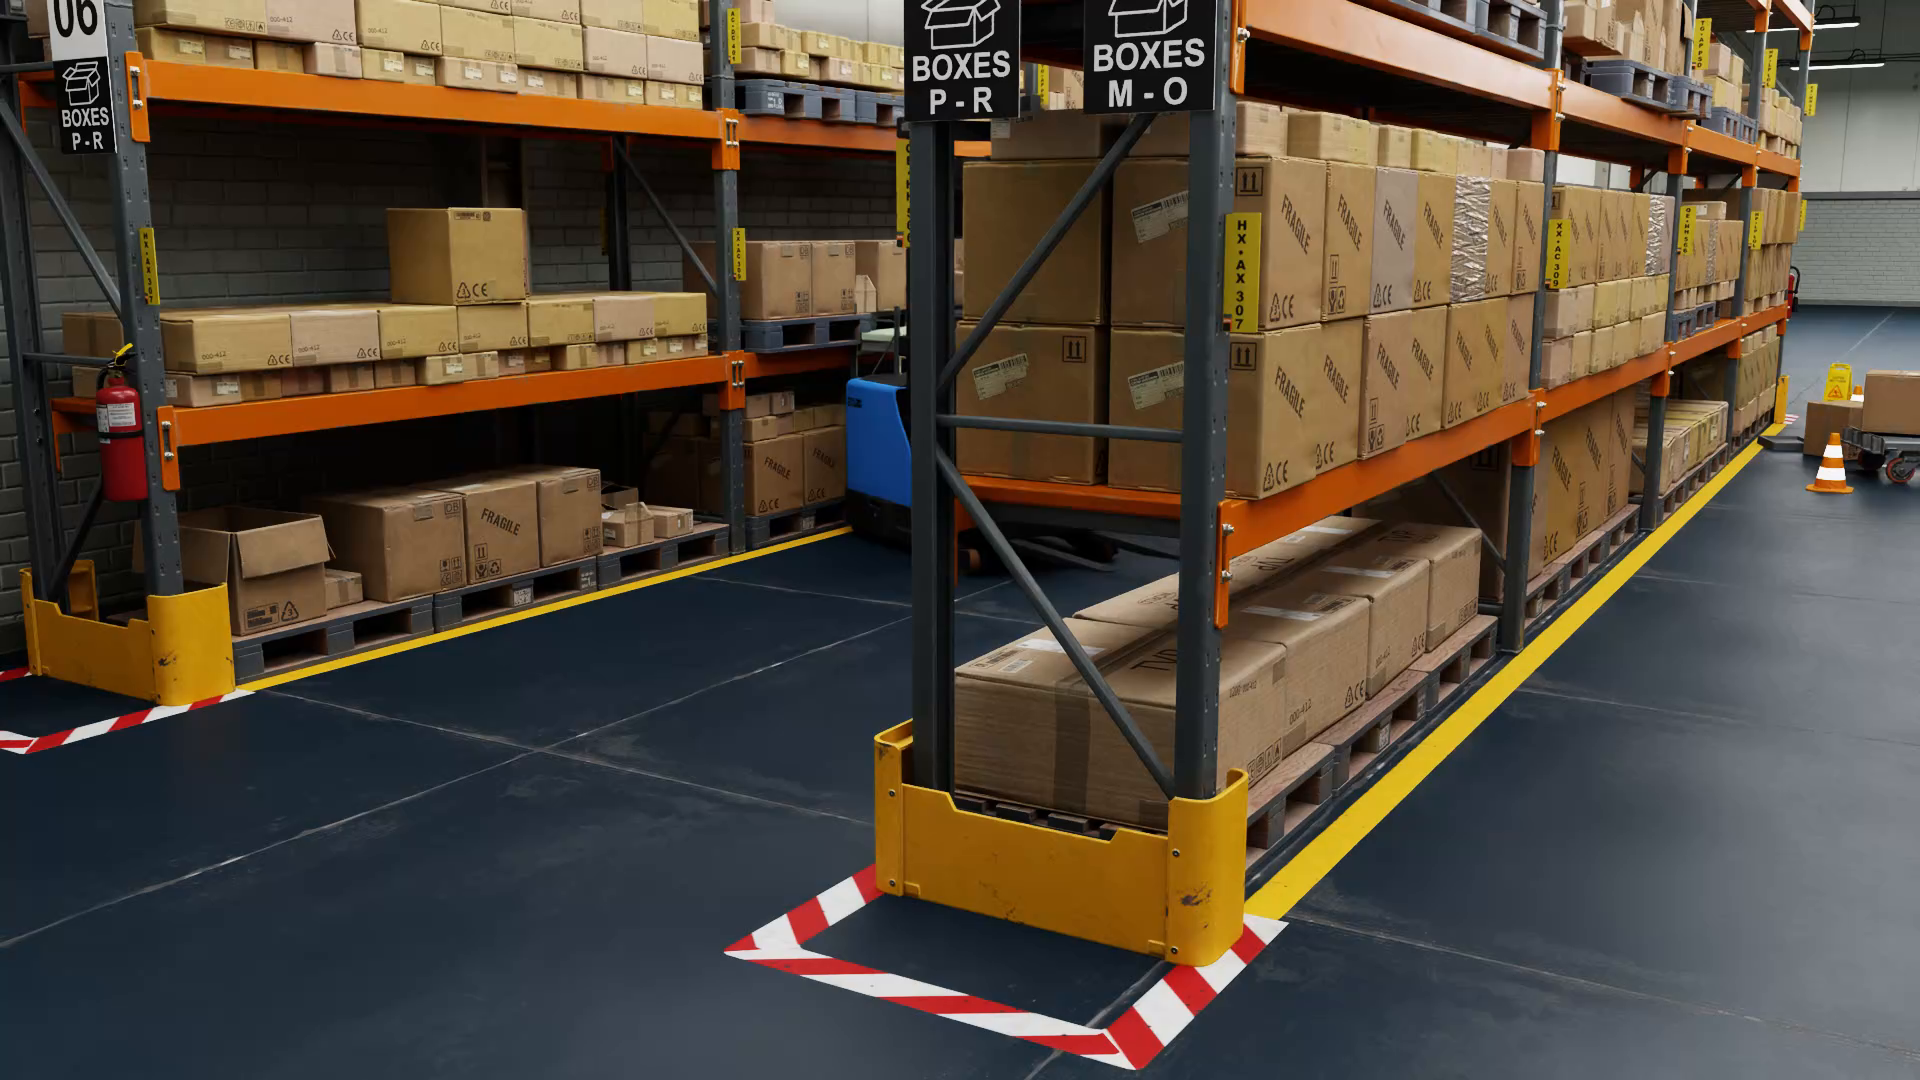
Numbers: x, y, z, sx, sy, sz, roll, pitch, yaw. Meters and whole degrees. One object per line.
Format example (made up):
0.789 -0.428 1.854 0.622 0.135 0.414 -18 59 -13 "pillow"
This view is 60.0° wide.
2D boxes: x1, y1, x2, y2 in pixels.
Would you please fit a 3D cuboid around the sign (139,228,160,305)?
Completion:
-3.476 -1.172 7.127 0.100 0.325 0.005 6 12 31 "sign"

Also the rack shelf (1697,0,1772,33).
5.496 -4.296 12.905 1.077 0.370 4.000 6 12 31 "rack shelf"

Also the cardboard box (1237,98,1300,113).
3.392 -4.763 18.813 0.797 0.503 0.637 7 13 33 "cardboard box"

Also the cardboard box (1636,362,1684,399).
6.612 -1.554 15.814 0.500 0.500 0.500 6 12 30 "cardboard box"

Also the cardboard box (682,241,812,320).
-1.421 -1.738 11.088 0.700 0.500 0.500 7 13 32 "cardboard box"

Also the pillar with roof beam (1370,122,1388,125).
10.030 -6.773 23.091 9.100 9.000 0.400 6 12 31 "pillar with roof beam"

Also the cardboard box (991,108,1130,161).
0.320 -1.260 5.196 0.380 0.149 0.250 7 12 31 "cardboard box"

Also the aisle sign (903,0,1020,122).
0.002 -1.621 4.812 0.394 0.787 0.004 6 12 31 "aisle sign"

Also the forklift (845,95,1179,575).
0.355 -1.319 10.448 1.130 2.935 3.031 -6 12 -29 "forklift"

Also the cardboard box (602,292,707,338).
-1.919 -1.397 10.278 0.500 0.250 0.500 7 13 32 "cardboard box"

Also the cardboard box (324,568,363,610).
-3.287 0.246 8.509 0.380 0.149 0.250 6 12 28 "cardboard box"

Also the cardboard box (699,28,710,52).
-1.807 -3.239 10.827 0.380 0.149 0.250 6 12 30 "cardboard box"

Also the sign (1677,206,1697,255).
4.934 -2.100 11.287 0.100 0.325 0.005 6 12 31 "sign"

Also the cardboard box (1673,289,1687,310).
5.142 -1.779 12.263 0.380 0.149 0.250 5 12 27 "cardboard box"

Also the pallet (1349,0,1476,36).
1.313 -2.066 6.343 1.003 0.211 1.213 6 12 31 "pallet"

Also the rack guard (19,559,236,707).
-3.900 0.418 7.777 1.175 0.500 0.348 6 12 31 "rack guard"

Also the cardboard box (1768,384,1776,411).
8.409 -1.540 17.772 0.500 0.250 0.500 6 12 30 "cardboard box"

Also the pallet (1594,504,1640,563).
3.984 -0.096 11.307 1.003 0.211 1.213 6 12 31 "pallet"

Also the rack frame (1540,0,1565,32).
2.381 -3.903 7.762 1.000 3.000 0.127 6 12 31 "rack frame"

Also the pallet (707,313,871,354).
-1.355 -1.449 11.477 1.003 0.211 1.213 6 12 31 "pallet"

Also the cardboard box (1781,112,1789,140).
7.788 -4.041 16.252 0.500 0.250 0.500 7 12 31 "cardboard box"

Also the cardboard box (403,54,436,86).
-2.891 -2.376 8.440 0.380 0.149 0.250 6 12 30 "cardboard box"

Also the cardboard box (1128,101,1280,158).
0.725 -1.214 4.949 0.380 0.149 0.250 7 13 32 "cardboard box"

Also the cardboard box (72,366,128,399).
-3.997 -0.753 7.922 0.380 0.149 0.250 6 12 30 "cardboard box"

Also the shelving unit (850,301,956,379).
-0.403 -0.951 11.945 0.431 1.500 0.755 8 14 31 "shelving unit"

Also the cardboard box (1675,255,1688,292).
4.889 -2.034 11.859 0.500 0.500 0.500 6 12 29 "cardboard box"

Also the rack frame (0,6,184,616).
-3.940 -0.799 7.483 1.000 3.000 0.127 6 12 31 "rack frame"

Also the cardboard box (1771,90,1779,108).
7.391 -4.097 15.464 0.380 0.149 0.250 6 12 30 "cardboard box"

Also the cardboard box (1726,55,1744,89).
6.342 -3.962 14.135 0.500 0.250 0.500 7 13 32 "cardboard box"

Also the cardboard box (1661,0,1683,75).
4.106 -3.139 10.421 0.700 0.500 0.500 6 12 28 "cardboard box"

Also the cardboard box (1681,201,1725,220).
6.019 -2.684 13.568 0.380 0.149 0.250 6 12 28 "cardboard box"

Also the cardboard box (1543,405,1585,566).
3.097 -0.364 9.795 0.875 0.875 0.875 7 13 32 "cardboard box"

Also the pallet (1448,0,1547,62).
1.947 -2.257 7.364 1.003 0.211 1.213 6 12 31 "pallet"

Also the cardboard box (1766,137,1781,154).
7.650 -3.783 15.956 0.380 0.149 0.250 6 12 30 "cardboard box"

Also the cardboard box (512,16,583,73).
-2.436 -2.713 9.154 0.500 0.250 0.500 7 13 32 "cardboard box"

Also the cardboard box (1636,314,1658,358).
4.165 -1.323 10.693 0.500 0.250 0.500 7 12 32 "cardboard box"

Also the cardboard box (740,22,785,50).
-1.333 -3.185 10.543 0.380 0.149 0.250 7 13 32 "cardboard box"

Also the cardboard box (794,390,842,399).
-1.126 -1.054 12.738 0.380 0.149 0.250 6 12 28 "cardboard box"

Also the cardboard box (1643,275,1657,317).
4.160 -1.574 10.673 0.500 0.250 0.500 6 12 29 "cardboard box"

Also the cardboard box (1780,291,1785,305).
8.563 -2.588 17.725 0.380 0.149 0.250 6 12 30 "cardboard box"

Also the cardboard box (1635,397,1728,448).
6.264 -1.044 14.795 0.950 0.372 0.625 7 12 31 "cardboard box"

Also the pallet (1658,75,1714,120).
4.169 -2.858 10.847 1.213 0.211 1.003 7 13 33 "pallet"

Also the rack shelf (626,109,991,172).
-0.825 -2.863 12.314 1.077 0.370 4.000 6 12 31 "rack shelf"

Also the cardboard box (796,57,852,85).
-0.952 -3.161 11.222 0.380 0.149 0.250 7 12 31 "cardboard box"

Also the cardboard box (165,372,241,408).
-3.535 -0.701 7.642 0.380 0.149 0.250 6 12 30 "cardboard box"

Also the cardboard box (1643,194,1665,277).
4.154 -1.936 10.570 0.500 0.500 0.500 7 12 32 "cardboard box"

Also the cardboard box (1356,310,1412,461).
1.317 -0.583 6.058 0.500 0.500 0.500 6 12 30 "cardboard box"

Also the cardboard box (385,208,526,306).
-2.696 -1.521 8.905 0.500 0.500 0.500 7 13 32 "cardboard box"

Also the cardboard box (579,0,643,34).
-2.175 -3.037 9.530 0.500 0.250 0.500 6 12 30 "cardboard box"

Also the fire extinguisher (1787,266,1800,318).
9.065 -2.777 18.263 0.296 0.674 0.183 6 12 31 "fire extinguisher"

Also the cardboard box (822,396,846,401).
-0.825 -0.967 12.270 0.380 0.149 0.250 7 13 33 "cardboard box"

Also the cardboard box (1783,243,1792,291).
8.565 -2.925 17.761 0.500 0.500 0.500 6 12 30 "cardboard box"

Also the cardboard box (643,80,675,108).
-1.927 -2.656 9.934 0.380 0.149 0.250 6 12 31 "cardboard box"

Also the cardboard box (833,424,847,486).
-0.889 -0.623 12.196 0.500 0.500 0.500 6 12 29 "cardboard box"

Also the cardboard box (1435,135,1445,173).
1.661 -1.500 6.476 0.380 0.149 0.250 6 12 31 "cardboard box"

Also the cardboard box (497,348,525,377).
-2.629 -0.989 9.183 0.380 0.149 0.250 6 12 31 "cardboard box"

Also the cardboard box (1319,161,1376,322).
1.059 -0.996 5.548 0.500 0.500 0.500 6 12 29 "cardboard box"

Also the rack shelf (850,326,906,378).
-0.400 -1.333 11.865 0.431 0.370 0.720 8 14 31 "rack shelf"
